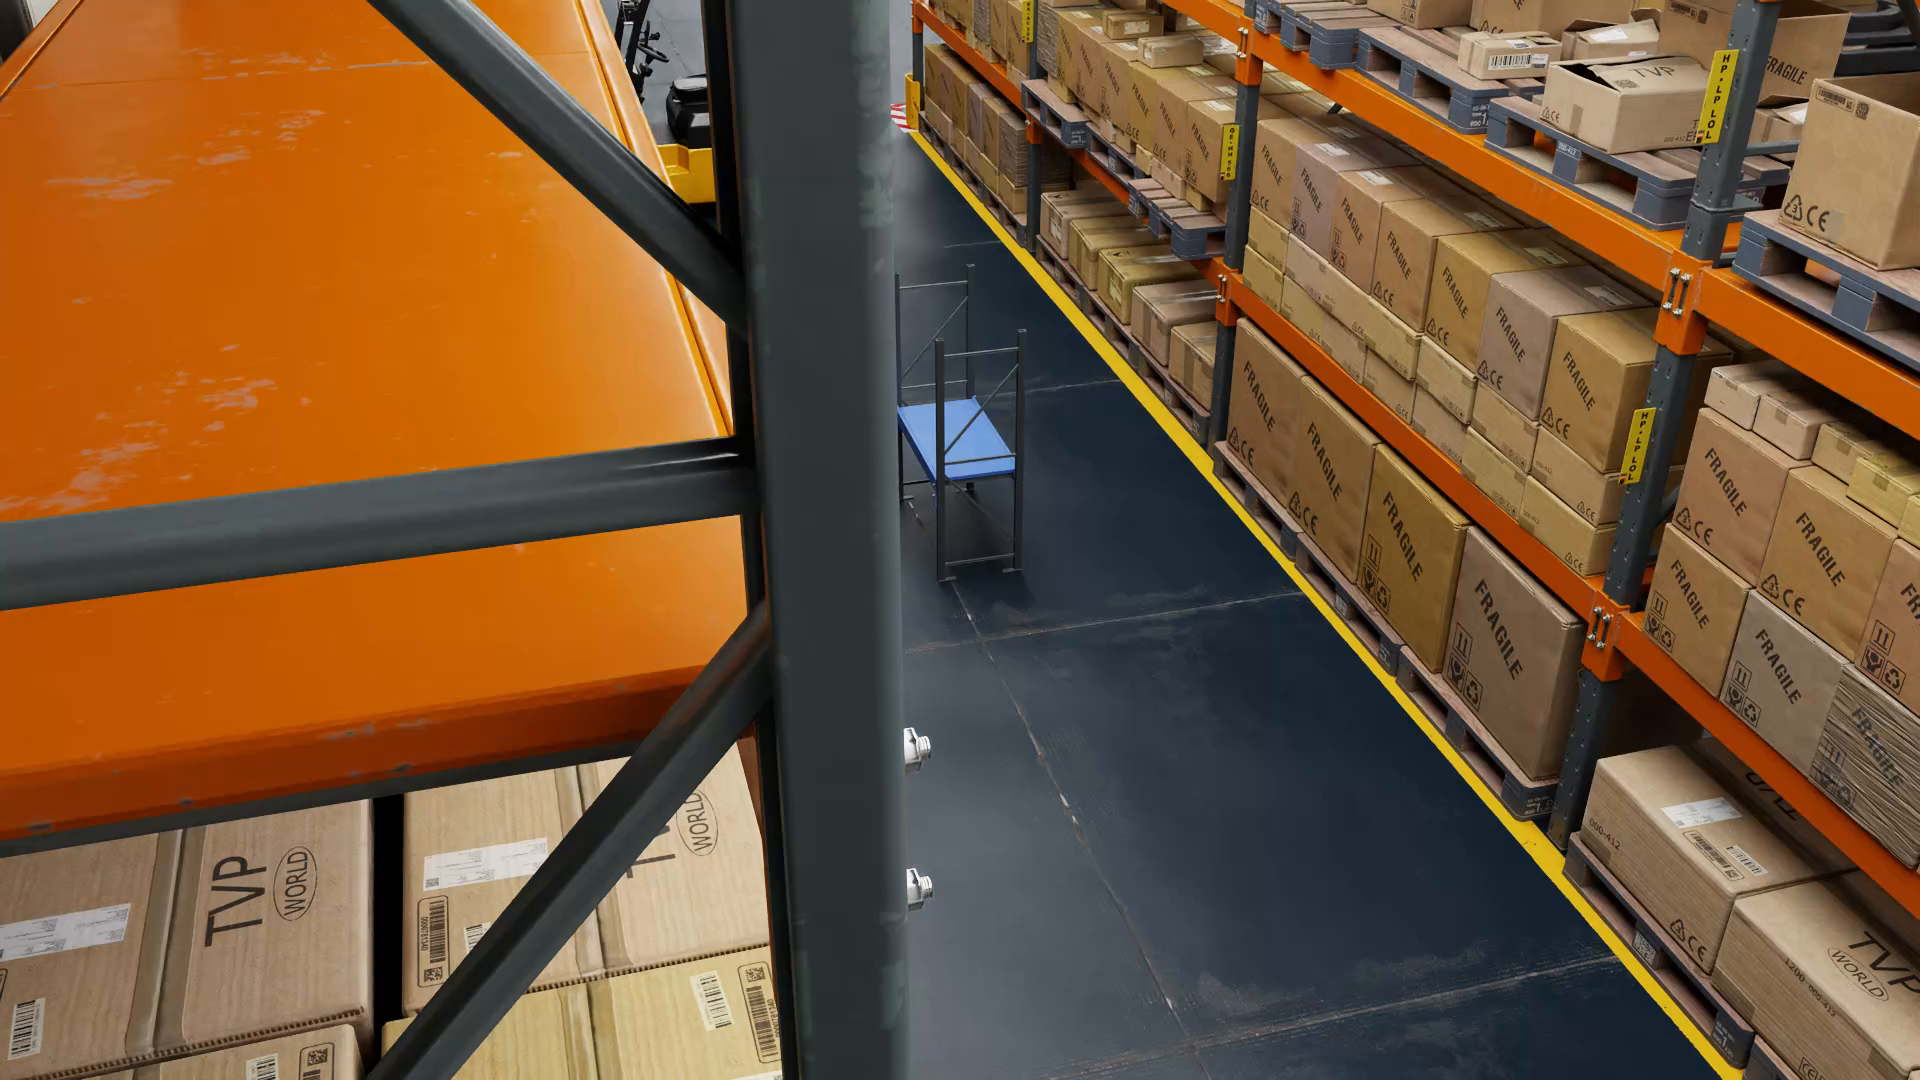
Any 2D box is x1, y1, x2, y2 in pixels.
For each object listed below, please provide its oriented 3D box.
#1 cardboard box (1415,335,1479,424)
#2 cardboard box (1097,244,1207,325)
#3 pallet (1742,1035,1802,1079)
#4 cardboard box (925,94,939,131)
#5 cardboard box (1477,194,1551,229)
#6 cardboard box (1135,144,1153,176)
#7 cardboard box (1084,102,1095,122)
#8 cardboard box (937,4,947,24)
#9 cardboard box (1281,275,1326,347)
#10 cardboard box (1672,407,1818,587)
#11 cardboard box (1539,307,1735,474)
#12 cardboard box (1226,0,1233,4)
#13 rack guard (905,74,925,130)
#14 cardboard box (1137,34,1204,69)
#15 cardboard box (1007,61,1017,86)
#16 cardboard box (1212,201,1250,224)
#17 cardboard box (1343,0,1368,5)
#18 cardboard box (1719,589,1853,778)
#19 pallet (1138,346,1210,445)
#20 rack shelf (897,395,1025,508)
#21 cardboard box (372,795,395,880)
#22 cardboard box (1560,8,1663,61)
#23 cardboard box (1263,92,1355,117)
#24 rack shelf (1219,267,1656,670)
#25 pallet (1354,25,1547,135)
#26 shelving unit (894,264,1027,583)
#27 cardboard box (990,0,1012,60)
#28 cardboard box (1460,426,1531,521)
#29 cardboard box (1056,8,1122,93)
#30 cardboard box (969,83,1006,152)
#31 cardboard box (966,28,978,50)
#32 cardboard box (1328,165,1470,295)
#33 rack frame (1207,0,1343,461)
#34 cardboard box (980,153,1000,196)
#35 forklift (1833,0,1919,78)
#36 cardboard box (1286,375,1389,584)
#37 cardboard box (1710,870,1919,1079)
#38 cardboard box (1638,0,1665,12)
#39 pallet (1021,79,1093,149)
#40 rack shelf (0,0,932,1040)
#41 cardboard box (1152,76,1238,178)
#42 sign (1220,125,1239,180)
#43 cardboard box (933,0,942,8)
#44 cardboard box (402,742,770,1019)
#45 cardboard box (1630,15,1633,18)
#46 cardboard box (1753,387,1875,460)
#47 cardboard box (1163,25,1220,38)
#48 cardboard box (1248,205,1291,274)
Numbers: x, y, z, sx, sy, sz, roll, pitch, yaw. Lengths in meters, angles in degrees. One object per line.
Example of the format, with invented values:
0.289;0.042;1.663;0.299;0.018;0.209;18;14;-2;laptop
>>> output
2.554;-0.800;8.019;0.500;0.250;0.500;-7;31;-12;cardboard box
1.587;-1.951;12.561;0.950;0.372;0.625;-7;31;-12;cardboard box
3.642;2.197;5.974;1.003;0.211;1.213;-8;31;-13;pallet
-0.049;-4.339;16.809;0.500;0.250;0.500;-8;31;-14;cardboard box
2.913;-1.438;8.373;0.500;0.500;0.500;-8;31;-14;cardboard box
1.416;-2.599;11.309;0.380;0.149;0.250;-7;31;-12;cardboard box
1.142;-3.227;12.394;0.380;0.149;0.250;-7;31;-13;cardboard box
-0.010;-5.086;16.024;0.380;0.149;0.250;-7;31;-13;cardboard box
2.167;-1.329;9.433;0.500;0.250;0.500;-9;31;-15;cardboard box
3.081;-0.192;6.220;0.500;0.500;0.500;-8;31;-13;cardboard box
2.828;-0.636;6.988;0.500;0.500;0.500;-7;31;-12;cardboard box
1.767;-3.342;10.018;0.380;0.149;0.250;-8;31;-13;cardboard box
0.023;-4.655;17.524;1.175;0.500;0.348;-8;31;-13;rack guard
1.420;-3.297;11.219;0.380;0.149;0.250;-9;31;-16;cardboard box
0.613;-3.967;14.091;0.380;0.149;0.250;-7;31;-12;cardboard box
1.813;-2.110;10.463;0.380;0.149;0.250;-7;31;-11;cardboard box
2.372;-3.272;9.124;0.797;0.503;0.637;-10;31;-16;cardboard box
3.190;0.484;6.051;0.500;0.500;0.500;-8;31;-13;cardboard box
1.921;-1.080;11.637;1.003;0.211;1.213;-8;31;-13;pallet
-0.023;-0.535;9.767;0.538;0.185;1.000;-8;31;-13;rack shelf
-1.206;0.361;2.722;0.500;0.250;0.500;-8;31;-13;cardboard box
3.041;-2.329;7.730;0.396;0.266;0.258;-5;30;-9;cardboard box
2.230;-2.512;10.510;0.500;0.500;0.500;-9;31;-15;cardboard box
2.657;-0.632;8.797;1.077;0.370;4.000;-8;31;-13;rack shelf
2.648;-2.283;8.124;1.003;0.211;1.213;-6;31;-11;pallet
-0.023;-0.690;9.677;0.538;1.500;1.048;-8;31;-13;shelving unit
0.564;-4.443;14.266;0.500;0.500;0.500;-7;31;-12;cardboard box
2.692;-0.342;7.728;0.500;0.250;0.500;-8;31;-14;cardboard box
1.046;-3.689;12.544;0.500;0.500;0.500;-8;31;-13;cardboard box
0.376;-3.900;15.301;0.500;0.500;0.500;-6;31;-11;cardboard box
0.270;-4.585;15.159;0.380;0.149;0.250;-8;31;-13;cardboard box
2.285;-1.625;8.696;0.500;0.500;0.500;-7;31;-12;cardboard box
2.127;-1.910;10.286;1.000;3.000;0.127;-8;31;-13;rack frame
0.498;-3.339;15.081;0.500;0.250;0.500;-9;31;-15;cardboard box
4.829;-1.906;10.349;1.130;2.935;3.031;-7;31;-11;forklift
2.462;-0.396;9.372;0.875;0.875;0.875;-7;31;-13;cardboard box
3.490;1.699;6.190;0.875;0.438;0.875;-9;31;-15;cardboard box
6.086;-4.537;13.728;0.700;0.500;0.500;-8;31;-14;cardboard box
1.127;-3.370;13.001;1.003;0.211;1.213;-8;31;-13;pallet
-1.066;-0.634;2.814;1.077;0.370;4.000;-8;31;-13;rack shelf
1.590;-2.694;10.826;0.500;0.500;0.500;-8;31;-14;cardboard box
1.606;-2.300;9.883;0.100;0.325;0.005;-8;31;-13;sign
0.002;-5.430;15.972;0.500;0.500;0.500;-7;31;-12;cardboard box
-0.527;0.542;2.410;0.500;0.250;0.500;-8;31;-14;cardboard box
5.691;-4.302;14.320;0.500;0.500;0.500;-8;31;-13;cardboard box
3.105;-0.426;5.977;0.380;0.149;0.250;-7;31;-13;cardboard box
1.673;-3.513;12.241;0.500;0.500;0.500;-7;31;-12;cardboard box
2.023;-1.784;9.719;0.500;0.250;0.500;-8;31;-14;cardboard box
